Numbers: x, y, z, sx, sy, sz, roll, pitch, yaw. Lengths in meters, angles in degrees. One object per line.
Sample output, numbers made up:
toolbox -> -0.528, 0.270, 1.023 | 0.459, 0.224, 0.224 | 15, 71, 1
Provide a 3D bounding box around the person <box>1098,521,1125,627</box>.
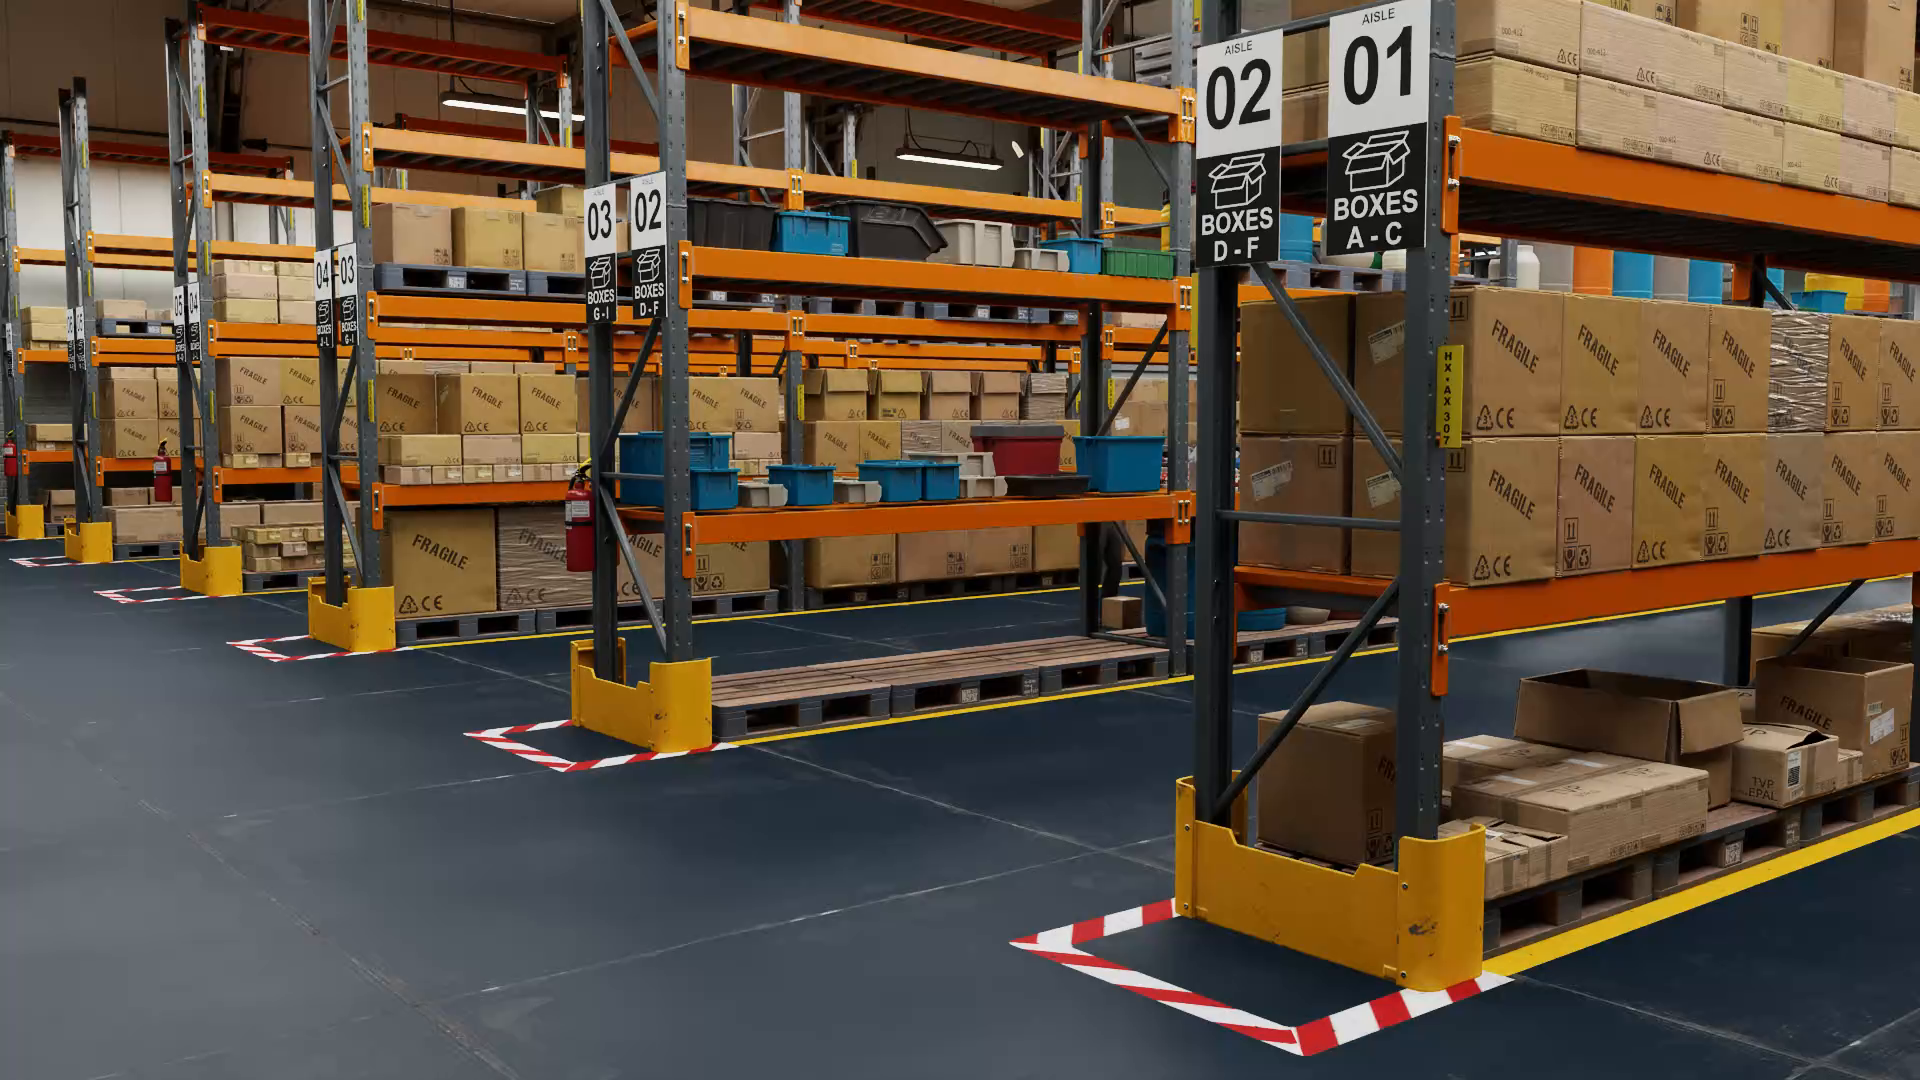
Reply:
person -> 1.275, -0.075, 14.754 | 0.532, 1.655, 0.347 | -4, 6, -42
